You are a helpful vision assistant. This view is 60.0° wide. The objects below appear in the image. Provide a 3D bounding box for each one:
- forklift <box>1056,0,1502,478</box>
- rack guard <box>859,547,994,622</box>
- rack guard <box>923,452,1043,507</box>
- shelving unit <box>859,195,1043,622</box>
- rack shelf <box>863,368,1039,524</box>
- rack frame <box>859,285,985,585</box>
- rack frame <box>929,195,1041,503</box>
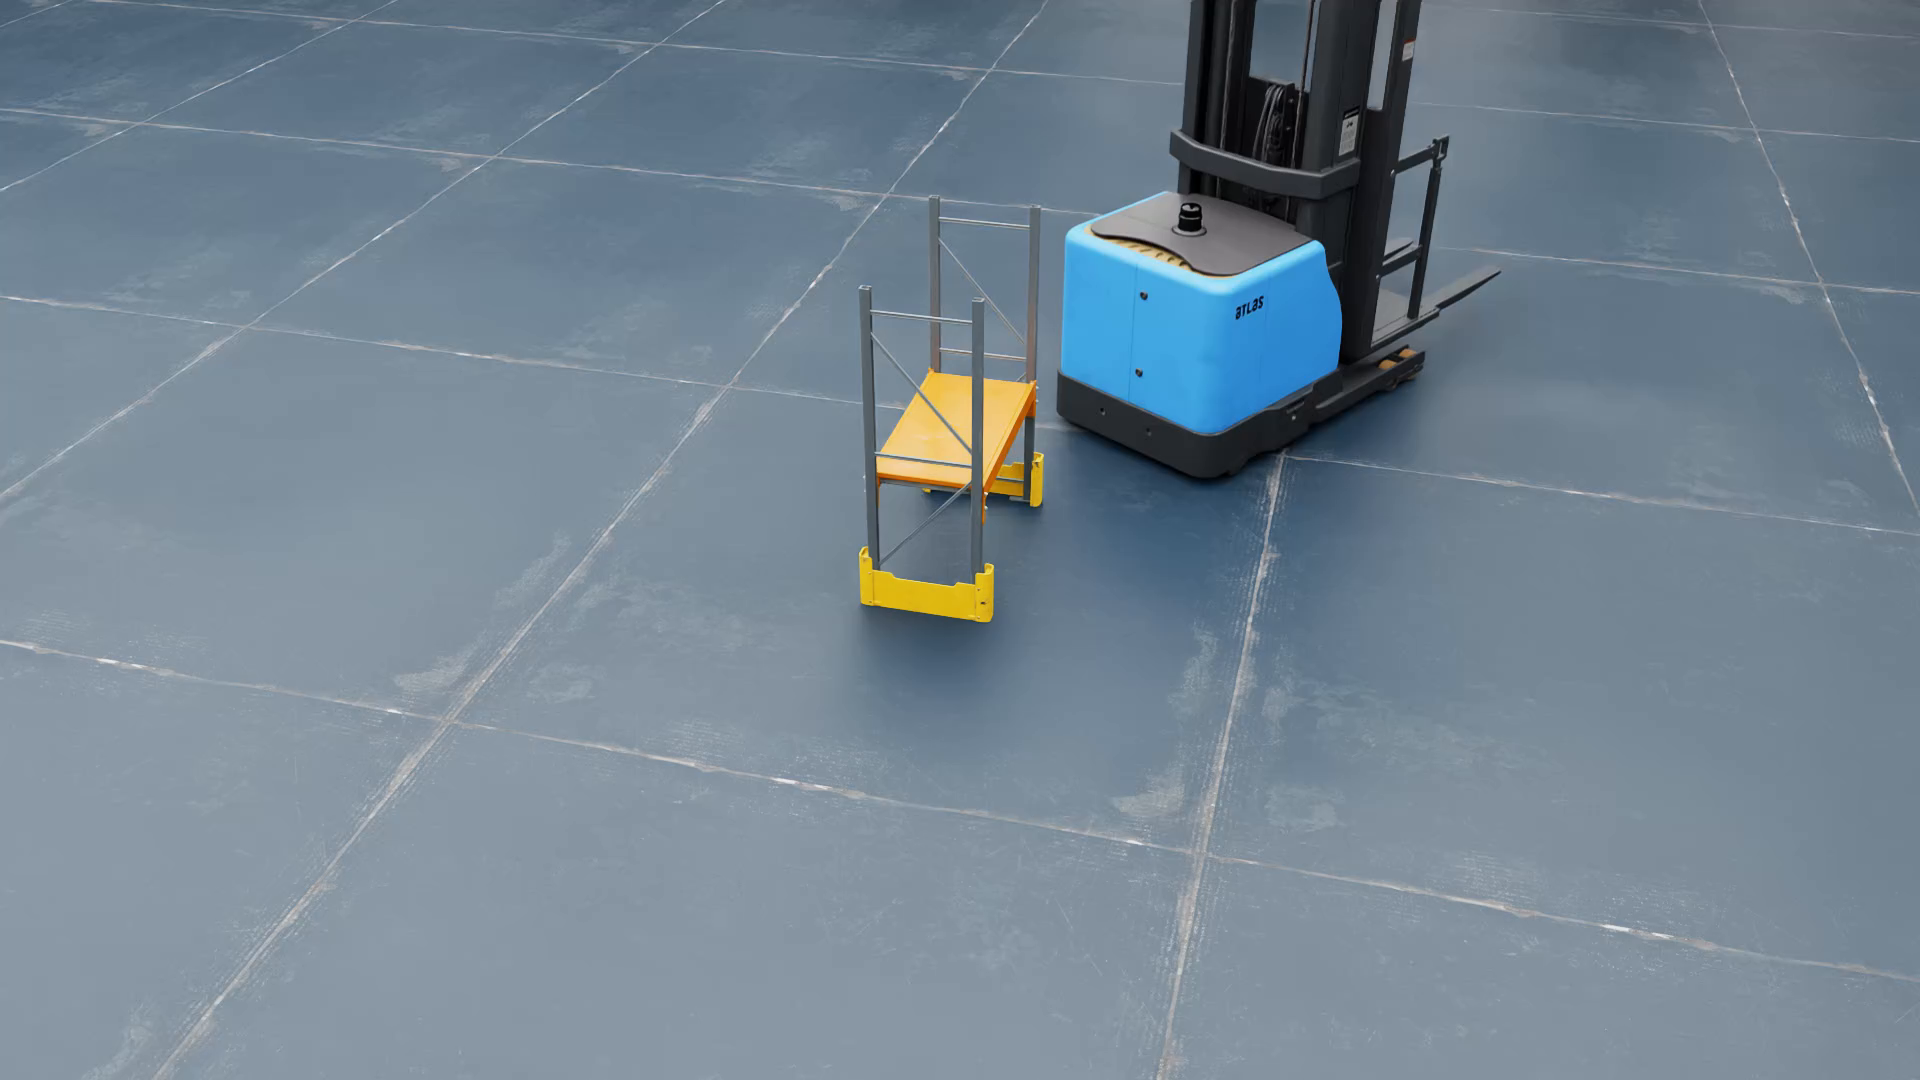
[{"bbox_3d":[1.906,-2.222,8.514,3.031,2.935,1.130,-28,42,-36],"label":"forklift"},{"bbox_3d":[-0.146,0.192,7.214,0.587,0.250,0.087,8,33,12],"label":"rack guard"},{"bbox_3d":[0.107,-0.324,8.027,0.587,0.250,0.087,8,33,12],"label":"rack guard"},{"bbox_3d":[-0.019,-0.593,7.285,0.587,1.500,1.083,8,33,12],"label":"shelving unit"},{"bbox_3d":[-0.022,-0.437,7.374,0.538,0.185,1.000,8,33,12],"label":"rack shelf"},{"bbox_3d":[-0.151,-0.325,6.863,0.500,1.500,0.032,8,33,12],"label":"rack frame"},{"bbox_3d":[0.107,-0.852,7.693,0.500,1.500,0.032,8,33,12],"label":"rack frame"}]
